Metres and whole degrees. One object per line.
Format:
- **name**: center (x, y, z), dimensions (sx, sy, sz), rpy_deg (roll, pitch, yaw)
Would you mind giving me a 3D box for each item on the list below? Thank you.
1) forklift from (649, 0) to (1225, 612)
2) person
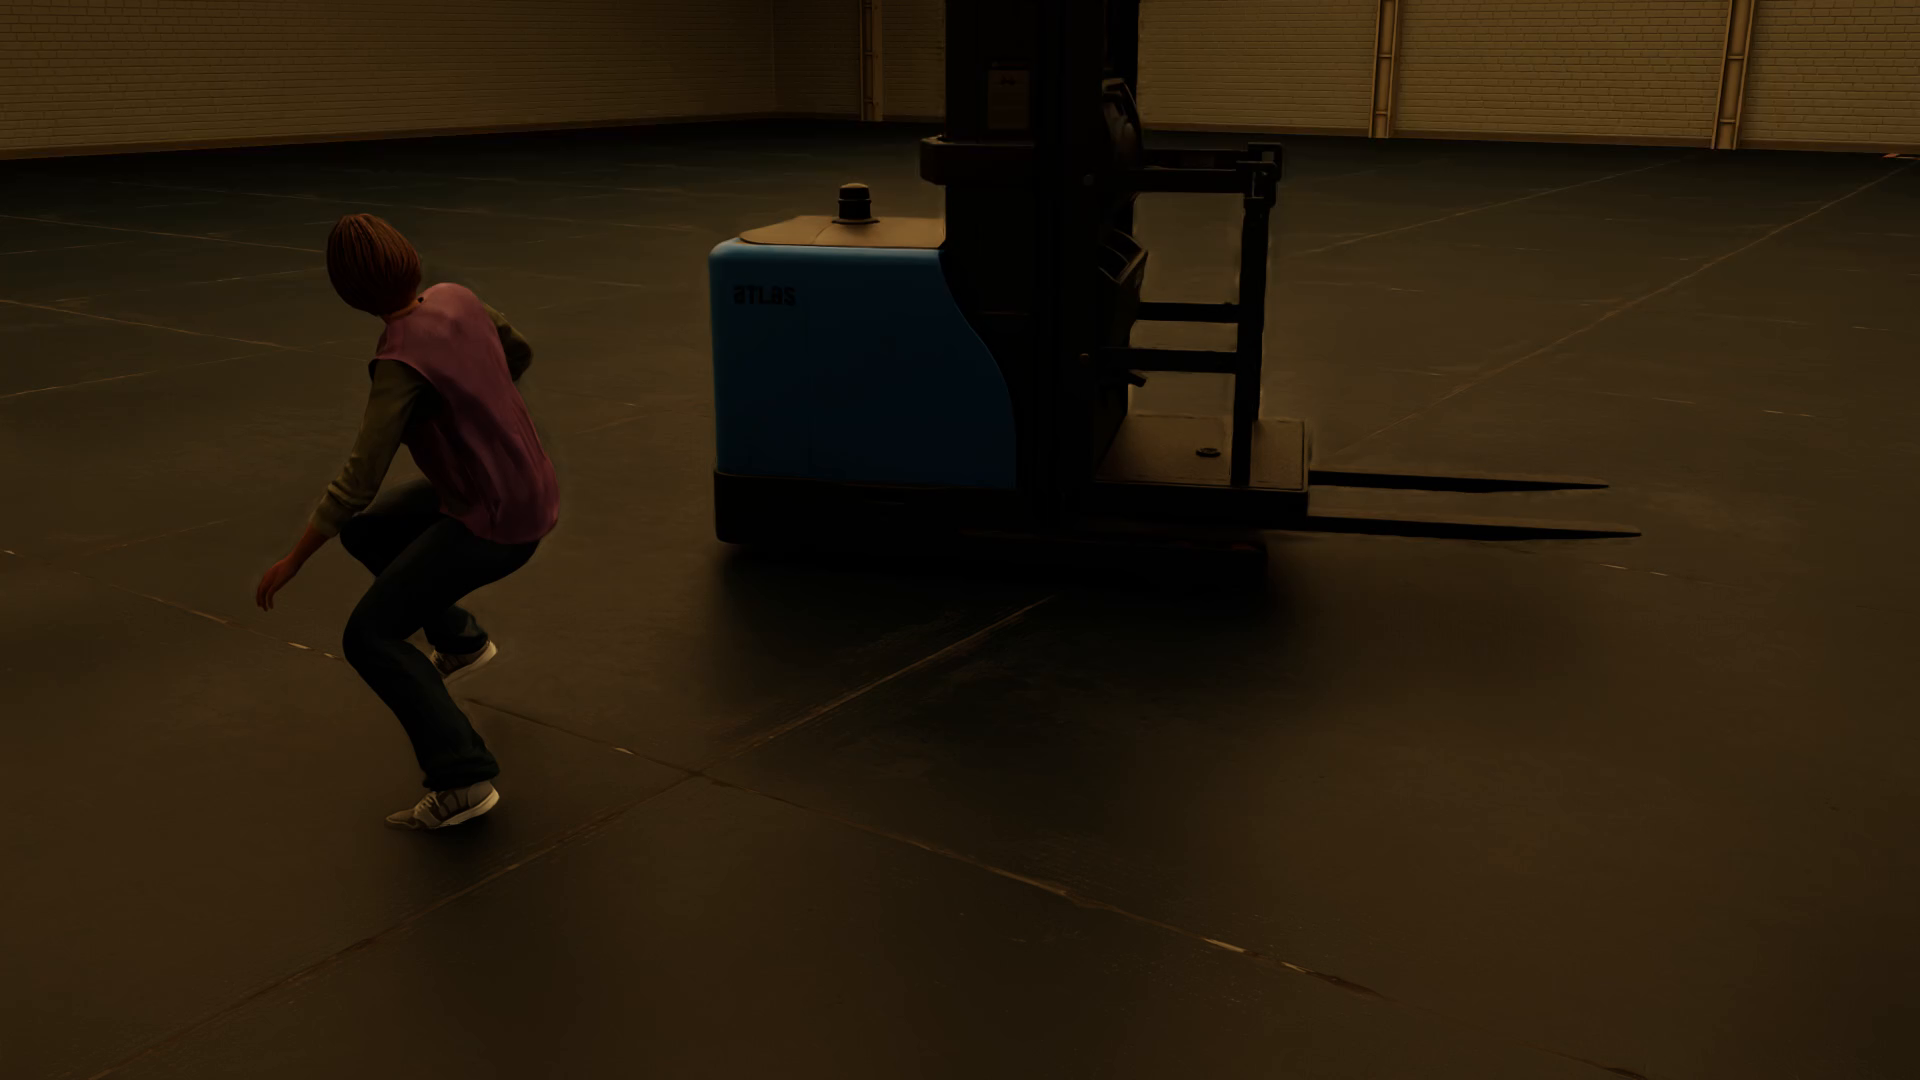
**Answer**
- **forklift**: center (-0.339, -1.556, 6.037), dimensions (1.130, 2.935, 3.031), rpy_deg (-10, 19, -29)
- **person**: center (-1.526, -0.019, 3.219), dimensions (0.314, 1.604, 0.411), rpy_deg (6, 18, 20)
